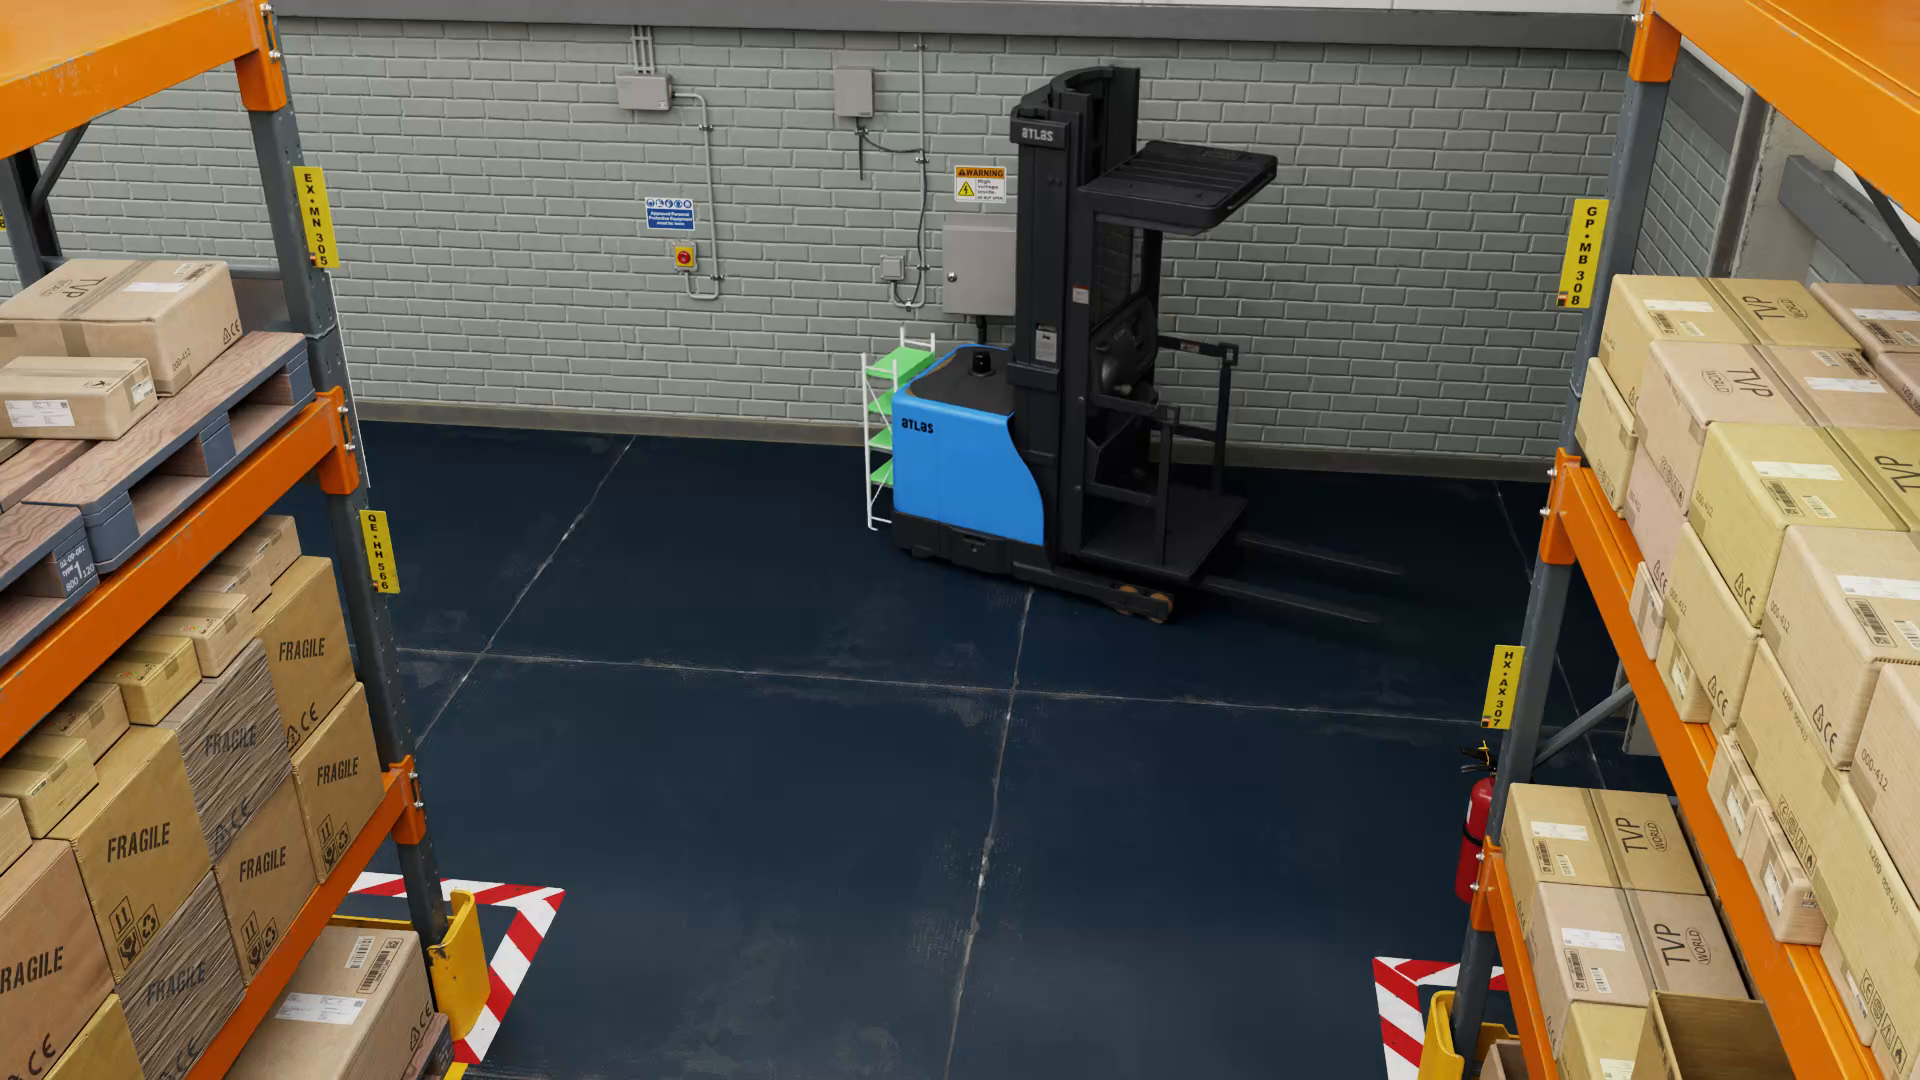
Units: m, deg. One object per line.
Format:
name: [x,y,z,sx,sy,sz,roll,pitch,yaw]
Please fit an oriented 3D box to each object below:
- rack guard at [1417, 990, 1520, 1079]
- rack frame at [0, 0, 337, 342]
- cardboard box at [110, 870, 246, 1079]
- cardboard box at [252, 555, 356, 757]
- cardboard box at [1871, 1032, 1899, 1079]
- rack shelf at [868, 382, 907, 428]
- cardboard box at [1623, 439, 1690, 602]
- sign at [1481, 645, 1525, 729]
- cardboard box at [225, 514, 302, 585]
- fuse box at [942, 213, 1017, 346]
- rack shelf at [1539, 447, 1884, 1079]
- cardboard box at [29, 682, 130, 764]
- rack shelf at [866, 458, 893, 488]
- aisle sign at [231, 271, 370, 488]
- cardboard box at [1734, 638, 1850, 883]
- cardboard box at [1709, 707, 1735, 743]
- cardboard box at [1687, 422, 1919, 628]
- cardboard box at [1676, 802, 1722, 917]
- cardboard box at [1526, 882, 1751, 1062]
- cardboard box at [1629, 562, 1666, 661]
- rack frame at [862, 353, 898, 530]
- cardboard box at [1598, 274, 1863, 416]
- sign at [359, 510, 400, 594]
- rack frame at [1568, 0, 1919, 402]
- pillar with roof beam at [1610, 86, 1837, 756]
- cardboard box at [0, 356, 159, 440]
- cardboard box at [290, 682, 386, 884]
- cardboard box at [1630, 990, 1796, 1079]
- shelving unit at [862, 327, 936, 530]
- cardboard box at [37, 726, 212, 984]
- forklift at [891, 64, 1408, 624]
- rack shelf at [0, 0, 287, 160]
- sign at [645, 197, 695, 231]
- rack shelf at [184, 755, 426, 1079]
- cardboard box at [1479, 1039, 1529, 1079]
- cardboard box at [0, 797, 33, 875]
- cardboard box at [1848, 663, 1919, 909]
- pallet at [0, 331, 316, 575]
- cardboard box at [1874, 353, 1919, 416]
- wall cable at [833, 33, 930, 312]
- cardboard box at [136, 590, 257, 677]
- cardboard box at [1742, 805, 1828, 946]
rack guard: [2.344,2.042,6.225,1.175,0.500,0.348,3,28,6]
rack frame: [-2.574,-2.022,4.808,1.000,3.000,0.127,3,28,6]
cardboard box: [-2.500,1.295,4.870,0.500,0.500,0.500,4,29,8]
cardboard box: [-2.396,0.375,5.523,0.500,0.500,0.500,4,29,8]
cardboard box: [1.785,0.912,2.790,0.380,0.149,0.250,4,29,8]
rack shelf: [-0.375,-0.839,10.461,0.258,0.148,0.480,13,31,24]
cardboard box: [1.986,-0.046,4.148,0.500,0.250,0.500,4,29,7]
sign: [1.815,0.493,5.552,0.100,0.325,0.005,3,28,6]
cardboard box: [-2.419,0.030,5.481,0.380,0.149,0.250,4,29,7]
fuse box: [0.161,-1.279,11.112,0.539,1.711,0.414,3,28,6]
rack shelf: [2.108,0.843,3.410,1.077,0.370,4.000,3,28,6]
cardboard box: [-2.548,0.512,4.585,0.380,0.149,0.250,3,28,6]
rack shelf: [-0.371,-0.416,10.687,0.258,0.148,0.480,13,31,24]
aisle sign: [-2.257,-0.541,5.644,0.394,0.787,0.004,3,28,6]
cardboard box: [1.870,0.439,3.247,0.500,0.250,0.500,3,28,5]
cardboard box: [1.902,0.432,3.680,0.380,0.149,0.250,3,28,6]
cardboard box: [1.921,-0.030,3.590,0.500,0.250,0.500,3,28,5]
cardboard box: [2.560,1.073,5.233,0.500,0.250,0.500,4,29,8]
cardboard box: [1.969,1.276,4.856,0.500,0.250,0.500,4,29,7]
cardboard box: [1.896,0.188,4.132,0.380,0.149,0.250,4,29,7]
rack frame: [-0.484,-0.581,10.352,0.240,1.200,0.015,13,31,24]
cardboard box: [2.049,-0.506,4.473,0.500,0.250,0.500,3,28,6]
sign: [-2.037,0.043,5.829,0.100,0.325,0.005,3,28,6]
rack frame: [2.353,-1.736,4.276,1.000,3.000,0.127,3,28,6]
pillar with roof beam: [-0.695,-3.203,6.999,9.100,9.000,0.400,3,28,6]
cardboard box: [-2.511,-0.401,4.678,0.380,0.149,0.250,1,28,2]
cardboard box: [-2.370,0.817,5.757,0.500,0.500,0.500,4,29,6]
cardboard box: [1.847,1.415,3.808,0.500,0.500,0.500,4,29,7]
shelving unit: [-0.373,-0.684,10.544,0.258,1.200,0.503,13,31,24]
cardboard box: [-2.495,0.856,4.631,0.500,0.500,0.500,3,28,6]
forklift: [1.125,-1.099,9.492,3.031,2.935,1.130,14,31,24]
rack shelf: [-2.819,-0.588,3.326,1.077,0.370,4.000,3,28,6]
sign: [-1.946,-2.187,11.155,0.327,0.218,0.001,3,28,6]
rack shelf: [-2.819,1.877,4.654,1.077,0.370,4.000,3,28,6]
cardboard box: [2.184,2.102,5.667,0.797,0.503,0.637,2,28,4]
cardboard box: [-2.572,0.756,4.133,0.380,0.149,0.250,4,29,8]
cardboard box: [1.810,0.454,2.692,0.500,0.250,0.500,4,29,7]
pallet: [-2.654,-0.313,4.891,1.003,0.211,1.213,3,28,6]
cardboard box: [2.511,-0.230,3.961,0.500,0.250,0.500,3,28,5]
wall cable: [-0.497,-2.407,10.776,0.588,1.984,0.122,3,28,6]
cardboard box: [-2.374,0.277,5.022,0.380,0.149,0.250,3,28,6]
cardboard box: [1.773,0.666,3.246,0.380,0.149,0.250,4,29,7]
